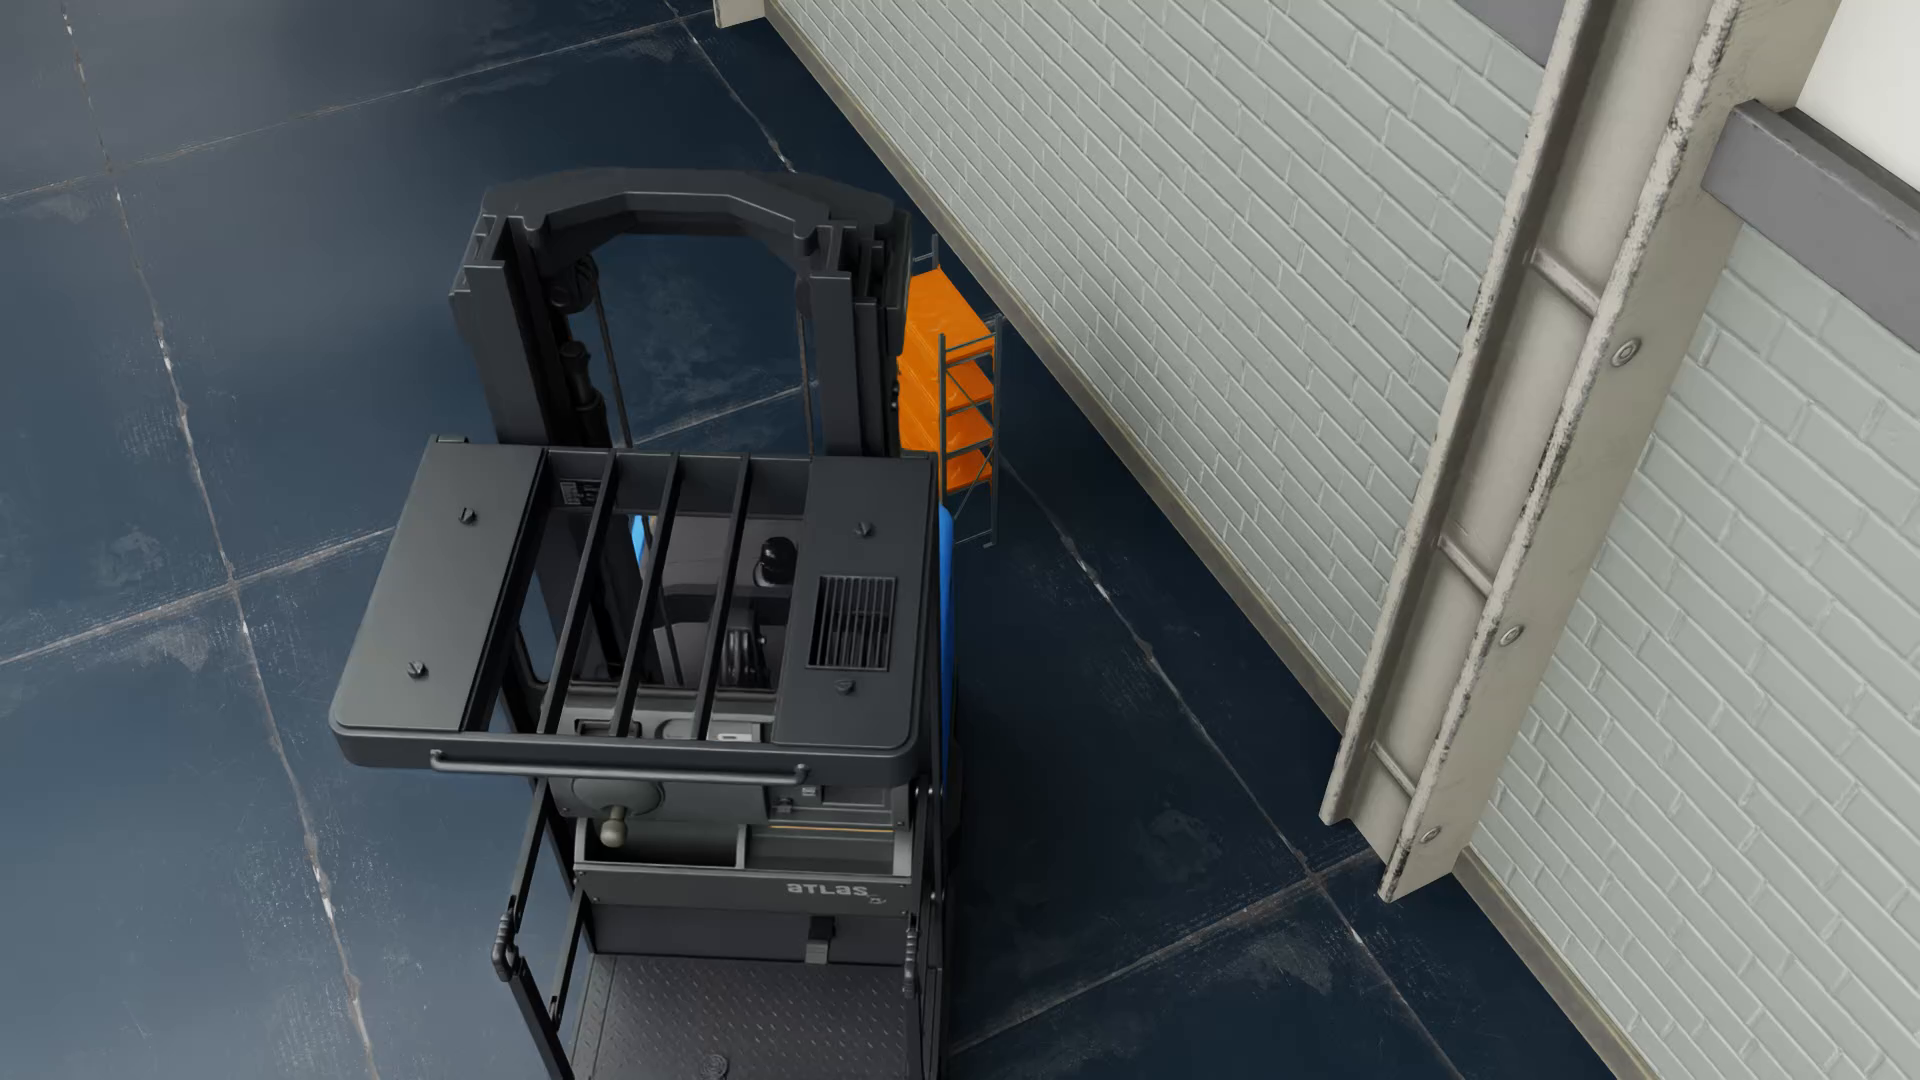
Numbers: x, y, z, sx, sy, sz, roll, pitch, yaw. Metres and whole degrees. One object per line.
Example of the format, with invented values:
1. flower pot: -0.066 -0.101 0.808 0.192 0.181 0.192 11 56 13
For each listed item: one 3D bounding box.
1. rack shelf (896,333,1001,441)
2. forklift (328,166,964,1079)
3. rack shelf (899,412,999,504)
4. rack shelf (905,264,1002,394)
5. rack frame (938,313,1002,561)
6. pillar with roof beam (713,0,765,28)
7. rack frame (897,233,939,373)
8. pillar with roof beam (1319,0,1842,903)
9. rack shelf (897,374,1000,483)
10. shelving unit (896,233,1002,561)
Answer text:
1. rack shelf: -0.076 -0.609 6.170 0.258 0.148 0.480 -21 52 -18
2. forklift: -0.600 0.700 4.083 1.130 2.935 3.031 2 49 2
3. rack shelf: -0.076 -0.331 6.488 0.258 0.148 0.480 -21 52 -18
4. rack shelf: -0.076 -0.764 5.992 0.258 0.148 0.480 -21 52 -18
5. rack frame: 0.036 -0.342 6.145 0.240 1.200 0.015 -21 52 -18
6. pillar with roof beam: -5.098 -4.460 4.565 9.100 9.000 0.400 -21 52 -18
7. rack frame: -0.187 -0.669 6.431 0.240 1.200 0.015 -21 52 -18
8. pillar with roof beam: -2.352 -0.445 1.053 9.100 9.000 0.400 -21 52 -18
9. rack shelf: -0.076 -0.462 6.339 0.258 0.148 0.480 -21 52 -18
10. shelving unit: -0.076 -0.506 6.288 0.258 1.200 0.503 -21 52 -18
